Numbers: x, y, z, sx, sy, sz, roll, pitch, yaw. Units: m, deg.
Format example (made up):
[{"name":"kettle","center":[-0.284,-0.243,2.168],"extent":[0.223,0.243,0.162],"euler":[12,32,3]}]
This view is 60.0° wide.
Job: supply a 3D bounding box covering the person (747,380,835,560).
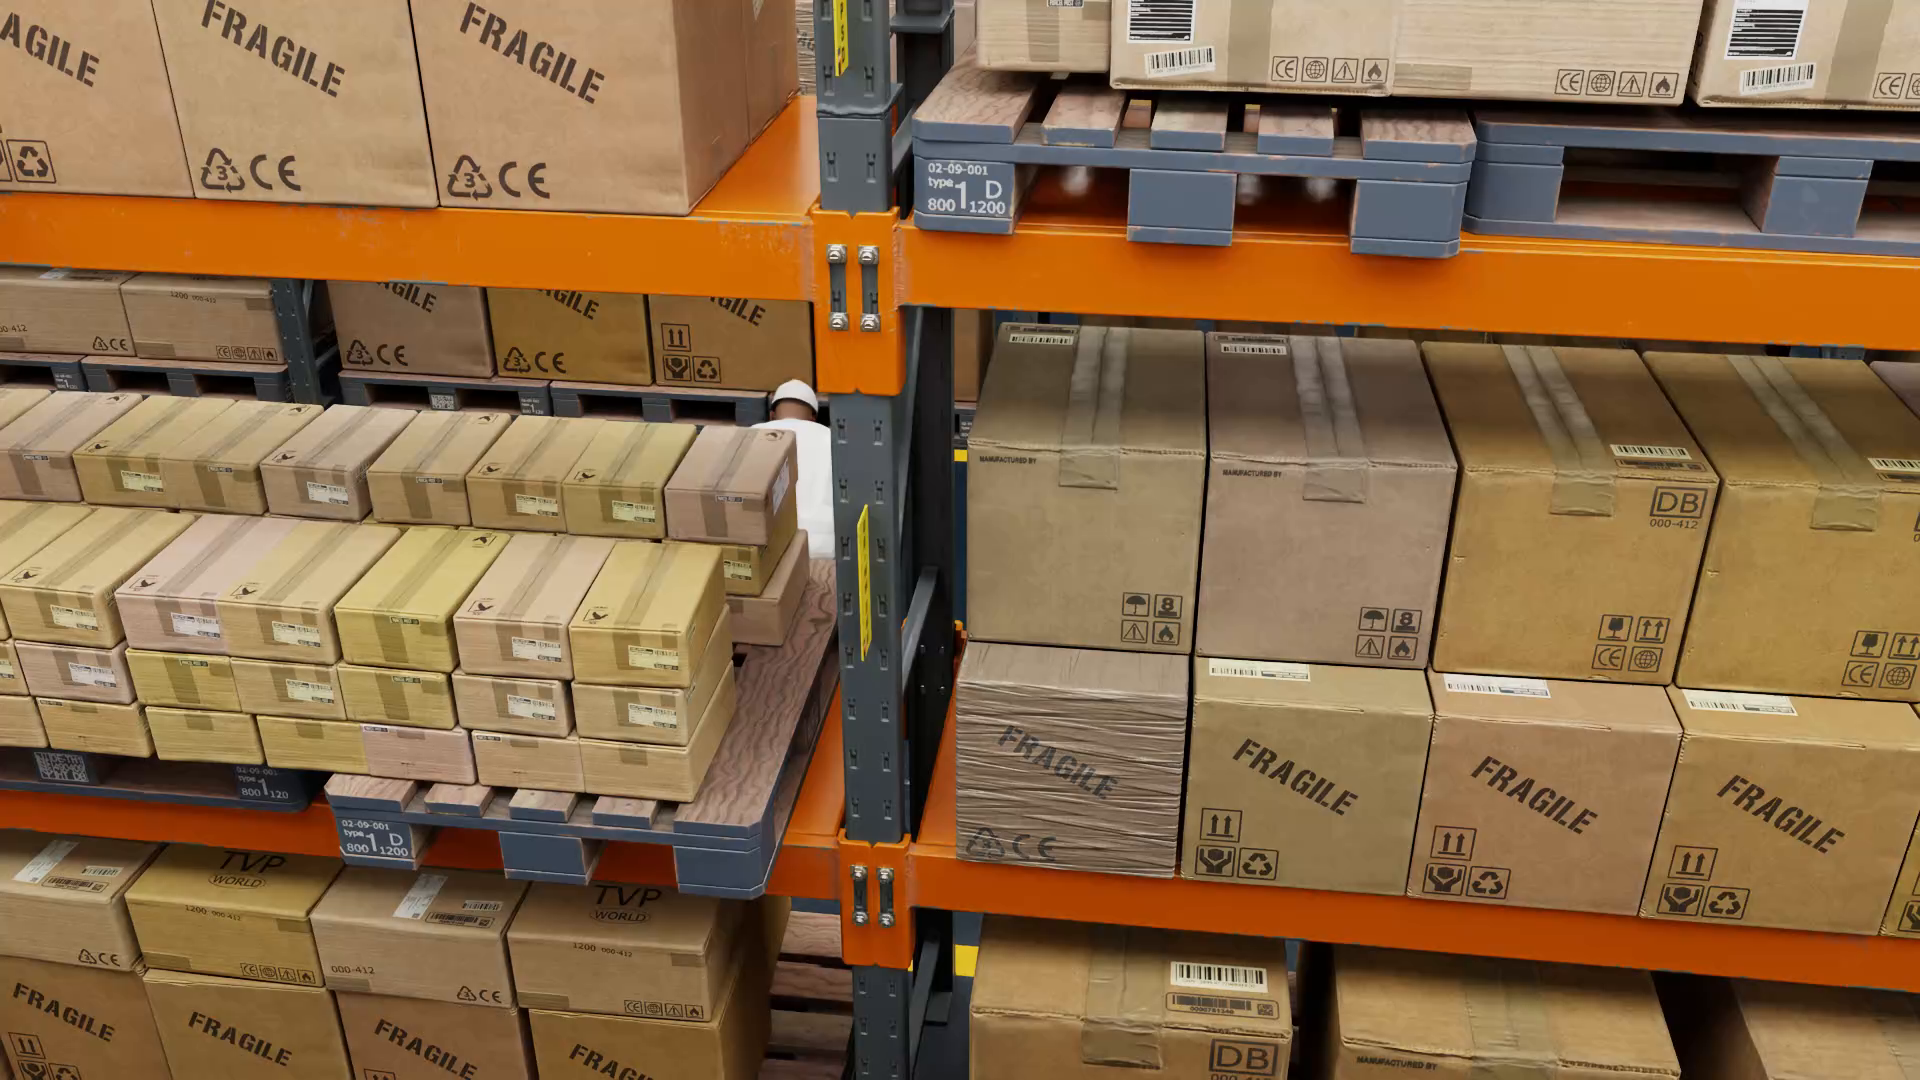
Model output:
[{"name":"person","center":[-0.724,-0.076,7.038],"extent":[0.589,1.016,0.888],"euler":[3,28,6]}]
